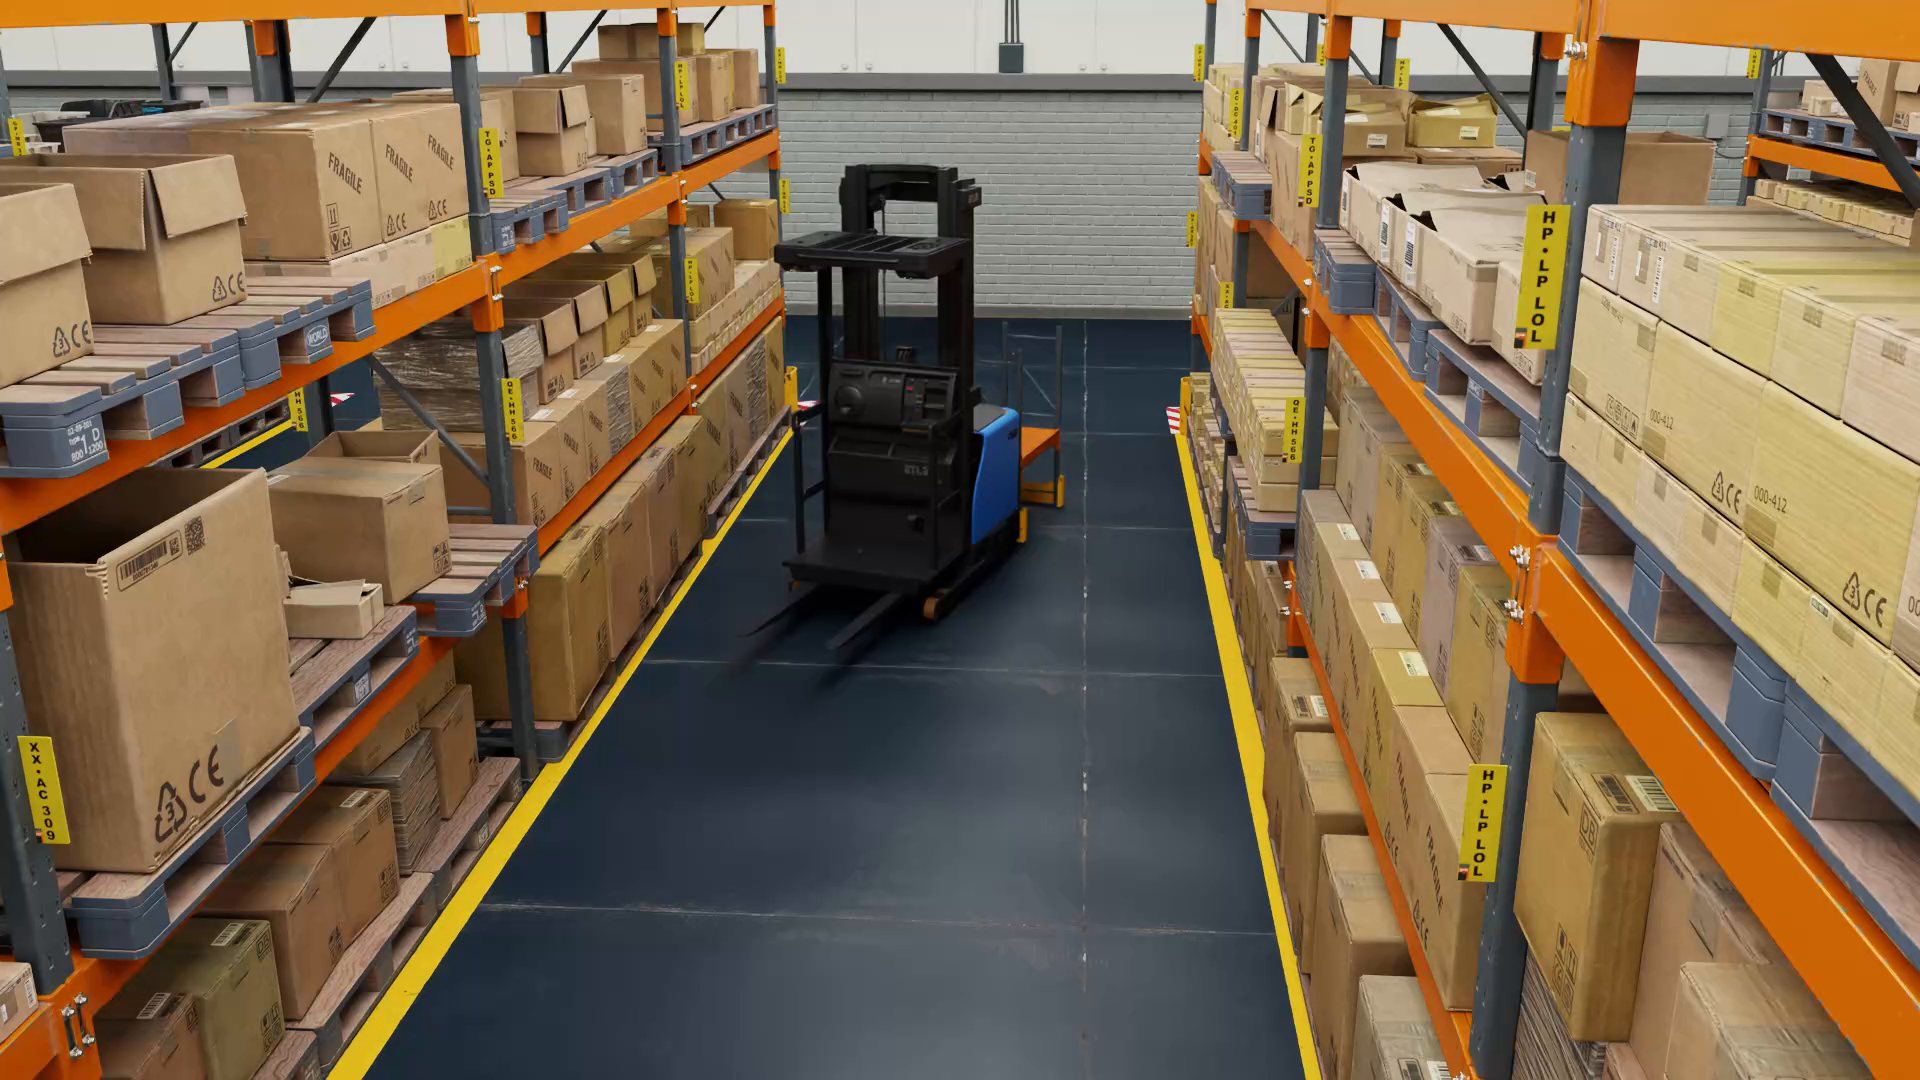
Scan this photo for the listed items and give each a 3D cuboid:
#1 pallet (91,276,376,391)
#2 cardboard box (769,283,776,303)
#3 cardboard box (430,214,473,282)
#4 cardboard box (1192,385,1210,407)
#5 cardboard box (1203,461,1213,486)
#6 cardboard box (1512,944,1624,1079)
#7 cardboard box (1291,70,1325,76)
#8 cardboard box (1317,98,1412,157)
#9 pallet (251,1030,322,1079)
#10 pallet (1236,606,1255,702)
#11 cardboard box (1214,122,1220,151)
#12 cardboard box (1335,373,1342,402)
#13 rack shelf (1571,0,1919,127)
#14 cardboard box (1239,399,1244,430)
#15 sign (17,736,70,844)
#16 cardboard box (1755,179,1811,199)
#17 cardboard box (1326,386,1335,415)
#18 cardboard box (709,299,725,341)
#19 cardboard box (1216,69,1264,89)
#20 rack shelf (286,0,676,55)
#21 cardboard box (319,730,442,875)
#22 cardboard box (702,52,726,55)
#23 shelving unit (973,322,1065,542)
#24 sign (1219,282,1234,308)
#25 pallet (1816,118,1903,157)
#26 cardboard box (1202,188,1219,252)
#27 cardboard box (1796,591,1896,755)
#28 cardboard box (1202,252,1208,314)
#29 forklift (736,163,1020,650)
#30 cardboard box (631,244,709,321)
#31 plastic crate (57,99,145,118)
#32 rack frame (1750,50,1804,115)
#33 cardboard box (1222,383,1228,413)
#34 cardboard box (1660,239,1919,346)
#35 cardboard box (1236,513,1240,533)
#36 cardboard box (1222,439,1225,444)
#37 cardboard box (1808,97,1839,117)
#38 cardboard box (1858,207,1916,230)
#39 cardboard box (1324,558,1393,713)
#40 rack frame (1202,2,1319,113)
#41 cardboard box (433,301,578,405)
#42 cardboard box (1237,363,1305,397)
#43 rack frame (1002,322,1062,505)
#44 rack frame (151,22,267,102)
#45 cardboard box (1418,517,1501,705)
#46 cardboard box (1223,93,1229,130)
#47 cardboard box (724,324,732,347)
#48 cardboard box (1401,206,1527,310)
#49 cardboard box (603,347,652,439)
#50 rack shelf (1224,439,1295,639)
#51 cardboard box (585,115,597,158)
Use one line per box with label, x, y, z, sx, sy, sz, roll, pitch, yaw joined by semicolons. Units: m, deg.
pallet;-2.857;-0.753;5.888;1.213;0.211;1.003;1;18;4
cardboard box;-1.933;-2.314;15.571;0.380;0.149;0.250;1;18;4
cardboard box;-2.581;-1.349;7.645;0.500;0.250;0.500;1;18;4
cardboard box;2.299;-1.299;15.018;0.380;0.149;0.250;1;18;4
cardboard box;2.197;-0.543;13.668;0.380;0.149;0.250;1;18;4
cardboard box;1.847;1.280;3.957;0.875;0.550;0.550;1;18;4
cardboard box;2.858;-3.684;13.329;0.380;0.149;0.250;1;18;2
cardboard box;1.918;-1.974;7.922;0.396;0.266;0.258;1;18;4
pallet;-3.024;2.178;5.937;1.003;0.211;1.213;1;18;4
pallet;2.296;0.699;10.450;1.003;0.211;1.213;1;18;4
cardboard box;2.320;-3.227;13.377;0.500;0.250;0.500;1;18;4
cardboard box;2.512;-0.932;10.201;0.380;0.149;0.250;1;18;4
rack shelf;1.718;-0.461;1.675;1.077;0.370;4.000;1;18;4
cardboard box;1.802;-0.710;9.525;0.380;0.149;0.250;1;18;4
sign;-2.537;0.693;4.600;0.100;0.325;0.005;1;18;4
cardboard box;7.364;-3.138;14.874;0.380;0.149;0.250;2;18;5
cardboard box;2.533;-0.878;10.513;0.380;0.149;0.250;1;18;2
cardboard box;-2.170;-1.754;13.223;0.500;0.250;0.500;1;18;4
cardboard box;2.298;-3.777;13.612;0.380;0.149;0.250;2;18;6
rack shelf;-2.649;-3.088;9.692;1.077;0.370;4.000;1;18;4
cardboard box;-2.847;1.212;7.714;0.700;0.500;0.500;0;18;-1
cardboard box;-2.352;-3.856;14.060;0.700;0.500;0.500;0;18;0
shelving unit;0.410;-0.884;13.212;0.587;1.500;1.083;7;19;19
sign;1.893;-1.669;11.809;0.100;0.325;0.005;1;18;4
pallet;7.538;-3.184;13.147;1.003;0.211;1.213;1;18;4
cardboard box;2.335;-2.703;14.110;0.500;0.500;0.500;1;18;3
cardboard box;1.407;0.185;2.293;0.380;0.149;0.250;1;18;4
cardboard box;2.353;-2.227;14.264;0.500;0.500;0.500;2;18;5
forklift;-0.545;-0.989;11.235;1.130;2.935;3.031;7;19;20
cardboard box;-2.216;-1.959;12.644;0.500;0.500;0.500;1;18;4
plastic crate;-7.542;-3.670;14.589;0.504;0.338;0.767;1;18;4
rack frame;7.666;-5.262;14.529;1.000;3.000;0.127;1;18;4
cardboard box;1.875;-0.895;10.566;0.380;0.149;0.250;0;18;1
cardboard box;1.461;-0.432;2.894;0.380;0.149;0.250;1;18;3
cardboard box;2.083;-0.227;10.933;0.500;0.250;0.500;2;18;5
cardboard box;2.286;-0.728;13.276;0.380;0.149;0.250;2;18;6
cardboard box;7.359;-3.631;13.939;0.380;0.149;0.250;2;18;6
cardboard box;7.239;-2.498;12.921;0.380;0.149;0.250;1;18;3
cardboard box;1.776;0.395;6.739;0.500;0.500;0.500;1;18;4
rack frame;2.721;-5.341;14.771;1.000;3.000;0.127;1;18;4
cardboard box;-2.674;-1.101;9.694;0.797;0.503;0.637;2;18;5
cardboard box;1.821;-0.932;9.725;0.380;0.149;0.250;2;18;7
rack frame;0.584;-1.030;13.657;0.500;1.500;0.032;7;19;19
rack frame;-7.159;-5.594;15.542;1.000;3.000;0.127;1;18;4
cardboard box;1.962;0.243;5.597;0.700;0.500;0.500;1;18;4
cardboard box;2.296;-3.312;12.834;0.500;0.250;0.500;2;18;6
cardboard box;-2.080;-1.679;13.635;0.380;0.149;0.250;1;18;3
cardboard box;1.767;-0.943;5.473;0.500;0.311;0.500;1;18;2
cardboard box;-2.339;-0.970;10.906;0.500;0.500;0.500;1;18;3
rack shelf;2.291;-0.285;10.130;1.077;0.370;4.000;1;18;4
cardboard box;-2.674;-2.634;10.795;0.500;0.311;0.500;1;18;2
